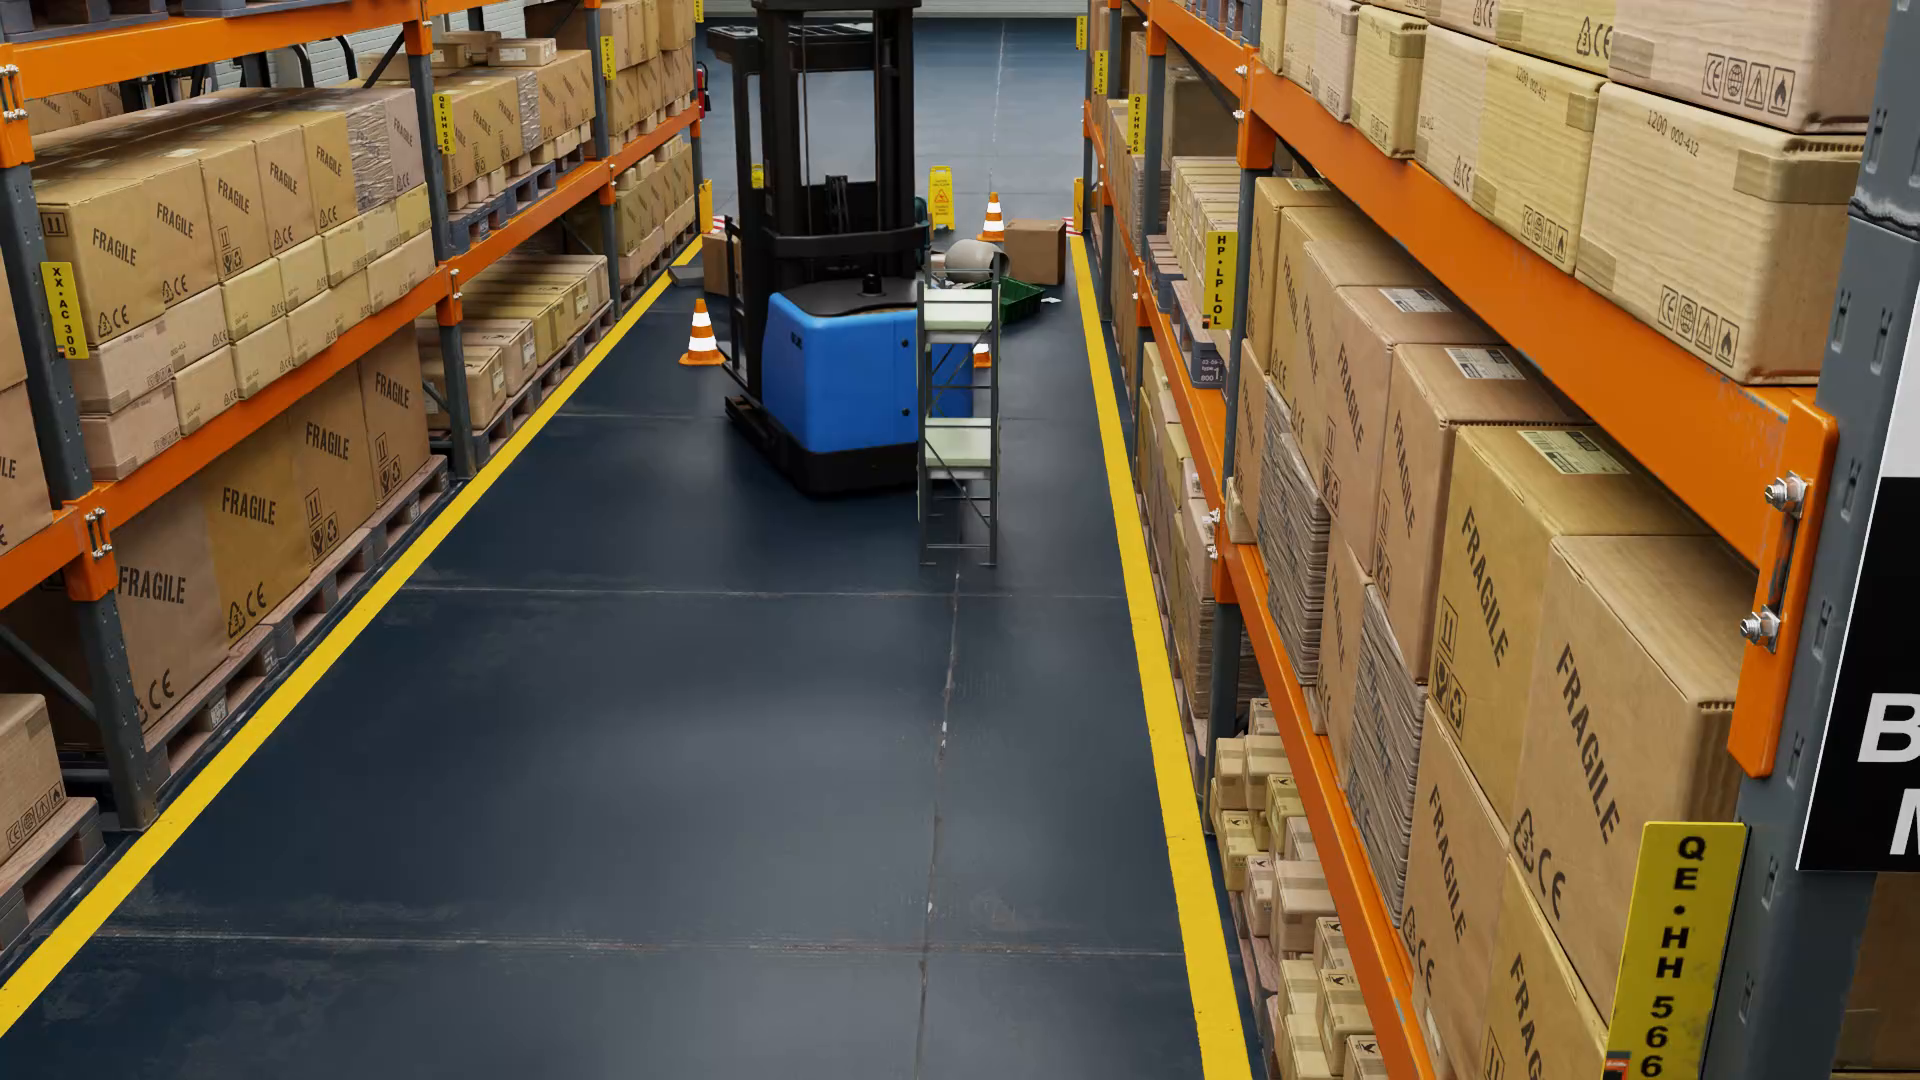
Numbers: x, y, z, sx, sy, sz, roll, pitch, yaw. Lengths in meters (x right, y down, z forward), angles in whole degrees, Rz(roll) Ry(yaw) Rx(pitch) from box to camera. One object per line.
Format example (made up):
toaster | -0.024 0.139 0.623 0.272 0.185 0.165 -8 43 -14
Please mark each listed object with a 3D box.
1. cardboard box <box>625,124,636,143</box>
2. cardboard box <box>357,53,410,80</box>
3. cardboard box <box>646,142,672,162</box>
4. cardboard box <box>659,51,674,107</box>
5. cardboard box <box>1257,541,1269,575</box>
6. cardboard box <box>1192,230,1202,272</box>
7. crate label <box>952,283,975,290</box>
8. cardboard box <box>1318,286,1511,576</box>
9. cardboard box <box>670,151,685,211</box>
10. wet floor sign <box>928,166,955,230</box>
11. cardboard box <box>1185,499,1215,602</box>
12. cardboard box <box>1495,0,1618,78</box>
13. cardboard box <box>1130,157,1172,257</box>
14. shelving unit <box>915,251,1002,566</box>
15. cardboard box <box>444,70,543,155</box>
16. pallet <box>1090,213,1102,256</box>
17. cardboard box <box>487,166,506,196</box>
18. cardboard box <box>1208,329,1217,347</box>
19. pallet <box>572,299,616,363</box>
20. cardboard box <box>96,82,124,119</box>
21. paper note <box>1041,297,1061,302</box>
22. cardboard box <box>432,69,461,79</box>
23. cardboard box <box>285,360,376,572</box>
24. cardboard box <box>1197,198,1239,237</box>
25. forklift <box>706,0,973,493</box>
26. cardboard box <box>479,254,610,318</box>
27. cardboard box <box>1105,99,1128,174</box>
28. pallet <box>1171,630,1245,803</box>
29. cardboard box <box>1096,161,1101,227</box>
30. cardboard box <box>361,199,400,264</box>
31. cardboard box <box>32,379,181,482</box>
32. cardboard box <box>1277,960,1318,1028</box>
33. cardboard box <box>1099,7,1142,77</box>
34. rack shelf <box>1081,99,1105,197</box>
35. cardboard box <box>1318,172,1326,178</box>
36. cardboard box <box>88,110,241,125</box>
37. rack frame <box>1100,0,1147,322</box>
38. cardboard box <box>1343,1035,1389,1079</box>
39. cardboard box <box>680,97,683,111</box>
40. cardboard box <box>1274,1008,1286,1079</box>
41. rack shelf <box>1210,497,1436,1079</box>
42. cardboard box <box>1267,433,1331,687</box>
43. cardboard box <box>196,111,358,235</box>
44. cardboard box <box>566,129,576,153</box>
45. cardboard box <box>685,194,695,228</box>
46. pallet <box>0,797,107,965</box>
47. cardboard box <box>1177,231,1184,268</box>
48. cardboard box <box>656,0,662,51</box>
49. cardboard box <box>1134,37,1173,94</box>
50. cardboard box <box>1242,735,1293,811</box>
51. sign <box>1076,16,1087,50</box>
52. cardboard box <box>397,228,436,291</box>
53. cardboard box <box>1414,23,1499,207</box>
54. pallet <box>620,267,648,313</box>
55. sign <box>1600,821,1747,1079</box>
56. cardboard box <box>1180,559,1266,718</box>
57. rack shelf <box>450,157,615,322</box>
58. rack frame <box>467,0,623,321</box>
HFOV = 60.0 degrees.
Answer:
cardboard box | -2.989 -3.492 14.228 0.380 0.149 0.250 1 21 3
cardboard box | -3.649 -3.053 10.723 0.380 0.149 0.250 0 21 -1
cardboard box | -2.902 -3.621 15.502 0.380 0.149 0.250 2 21 4
cardboard box | -2.953 -4.291 15.393 0.500 0.500 0.500 1 21 1
cardboard box | 1.143 0.000 5.230 0.380 0.149 0.250 1 21 3
cardboard box | 1.281 -1.336 7.681 0.380 0.149 0.250 0 21 1
crate label | 0.074 -2.128 14.324 0.298 0.136 0.250 -16 26 -35
cardboard box | 1.091 -0.246 3.586 0.500 0.500 0.500 0 21 0
cardboard box | -2.950 -3.449 15.956 0.500 0.500 0.500 1 21 4
wet floor sign | -0.201 -3.584 17.374 0.267 0.644 0.232 -3 21 -8
cardboard box | 1.182 0.037 6.624 0.500 0.250 0.500 0 21 0
cardboard box | 1.064 -0.780 2.262 0.500 0.250 0.500 0 21 0
cardboard box | 1.279 -1.969 9.819 0.500 0.500 0.500 1 21 2
shelving unit | 0.000 -0.702 8.764 0.431 1.500 0.755 1 21 2
cardboard box | -3.131 -2.877 11.168 0.500 0.500 0.500 0 21 0
pallet | 1.831 -3.059 16.622 1.003 0.211 1.213 1 21 2
cardboard box | -3.096 -2.268 10.495 0.380 0.149 0.250 1 21 2
cardboard box | 1.254 -0.910 6.995 0.380 0.149 0.250 0 21 -1
pallet | -3.318 -1.639 12.962 1.003 0.211 1.213 1 21 2
cardboard box | -7.932 -4.032 15.135 0.500 0.500 0.500 1 21 2
paper note | 0.771 -2.072 14.326 0.147 0.020 0.142 -16 26 -35
cardboard box | -3.645 -2.890 11.201 0.500 0.500 0.500 0 21 -1
cardboard box | -3.552 -0.409 8.292 0.875 0.875 0.875 1 21 2
cardboard box | 1.288 -1.473 7.622 0.380 0.149 0.250 1 21 3
forklift | -0.915 -2.136 10.481 1.130 2.935 3.031 -8 23 -20
cardboard box | -3.309 -2.002 13.094 0.950 0.372 0.625 1 21 2
cardboard box | 1.370 -3.062 12.637 0.500 0.500 0.500 1 21 2
pallet | 1.434 0.708 6.912 1.003 0.211 1.213 1 21 2
cardboard box | 1.822 -3.609 16.539 0.875 0.875 0.875 1 21 2
cardboard box | -3.190 -1.575 8.456 0.500 0.250 0.500 0 21 0
cardboard box | -3.261 -0.415 6.158 0.500 0.250 0.500 0 21 0
cardboard box | 1.078 1.280 4.533 0.380 0.149 0.250 0 21 1
cardboard box | 1.602 -4.110 13.773 0.875 0.550 0.550 1 21 2
rack shelf | 1.716 -3.591 15.131 1.077 0.370 4.000 1 21 2
cardboard box | 1.959 -1.745 8.324 0.380 0.149 0.250 1 21 3
cardboard box | -3.713 -1.745 7.860 0.500 0.500 0.500 1 21 3
rack frame | 1.655 -3.203 13.137 1.000 3.000 0.127 1 21 2
cardboard box | 1.142 1.328 3.999 0.380 0.149 0.250 0 21 0
cardboard box | -2.897 -4.227 16.124 0.380 0.149 0.250 0 21 1
cardboard box | 1.081 1.421 4.582 0.380 0.149 0.250 0 21 0
rack shelf | 1.351 0.748 3.949 1.077 0.370 4.000 1 21 2
cardboard box | 1.086 0.041 4.227 0.500 0.500 0.500 0 21 0
cardboard box | -3.200 -1.733 7.827 0.500 0.500 0.500 1 21 2
cardboard box | -3.033 -2.922 12.179 0.380 0.149 0.250 0 21 1
cardboard box | -2.930 -3.277 16.549 0.500 0.250 0.500 1 21 1
pallet | -3.640 1.246 5.527 1.003 0.211 1.213 1 21 2
cardboard box | 1.302 -1.481 8.467 0.380 0.149 0.250 2 21 4
cardboard box | -3.061 -4.584 14.765 0.700 0.500 0.500 1 21 1
cardboard box | 1.633 -3.350 11.996 0.700 0.500 0.500 0 21 1
cardboard box | 1.127 0.767 5.445 0.380 0.149 0.250 2 21 4
sign | 1.222 -5.098 16.715 0.100 0.325 0.005 1 21 2
cardboard box | -3.173 -1.519 9.005 0.500 0.250 0.500 0 21 0
cardboard box | 1.076 -0.724 2.808 0.500 0.250 0.500 2 21 4
pallet | -3.310 -2.164 14.315 1.003 0.211 1.213 1 21 2
sign | 0.736 0.435 1.723 0.100 0.325 0.005 1 21 2
cardboard box | 1.183 0.389 6.756 0.500 0.500 0.500 0 21 1
rack shelf | -3.356 -2.162 11.450 1.077 0.370 4.000 1 21 2
rack frame | -3.295 -3.221 13.183 1.000 3.000 0.127 1 21 2
